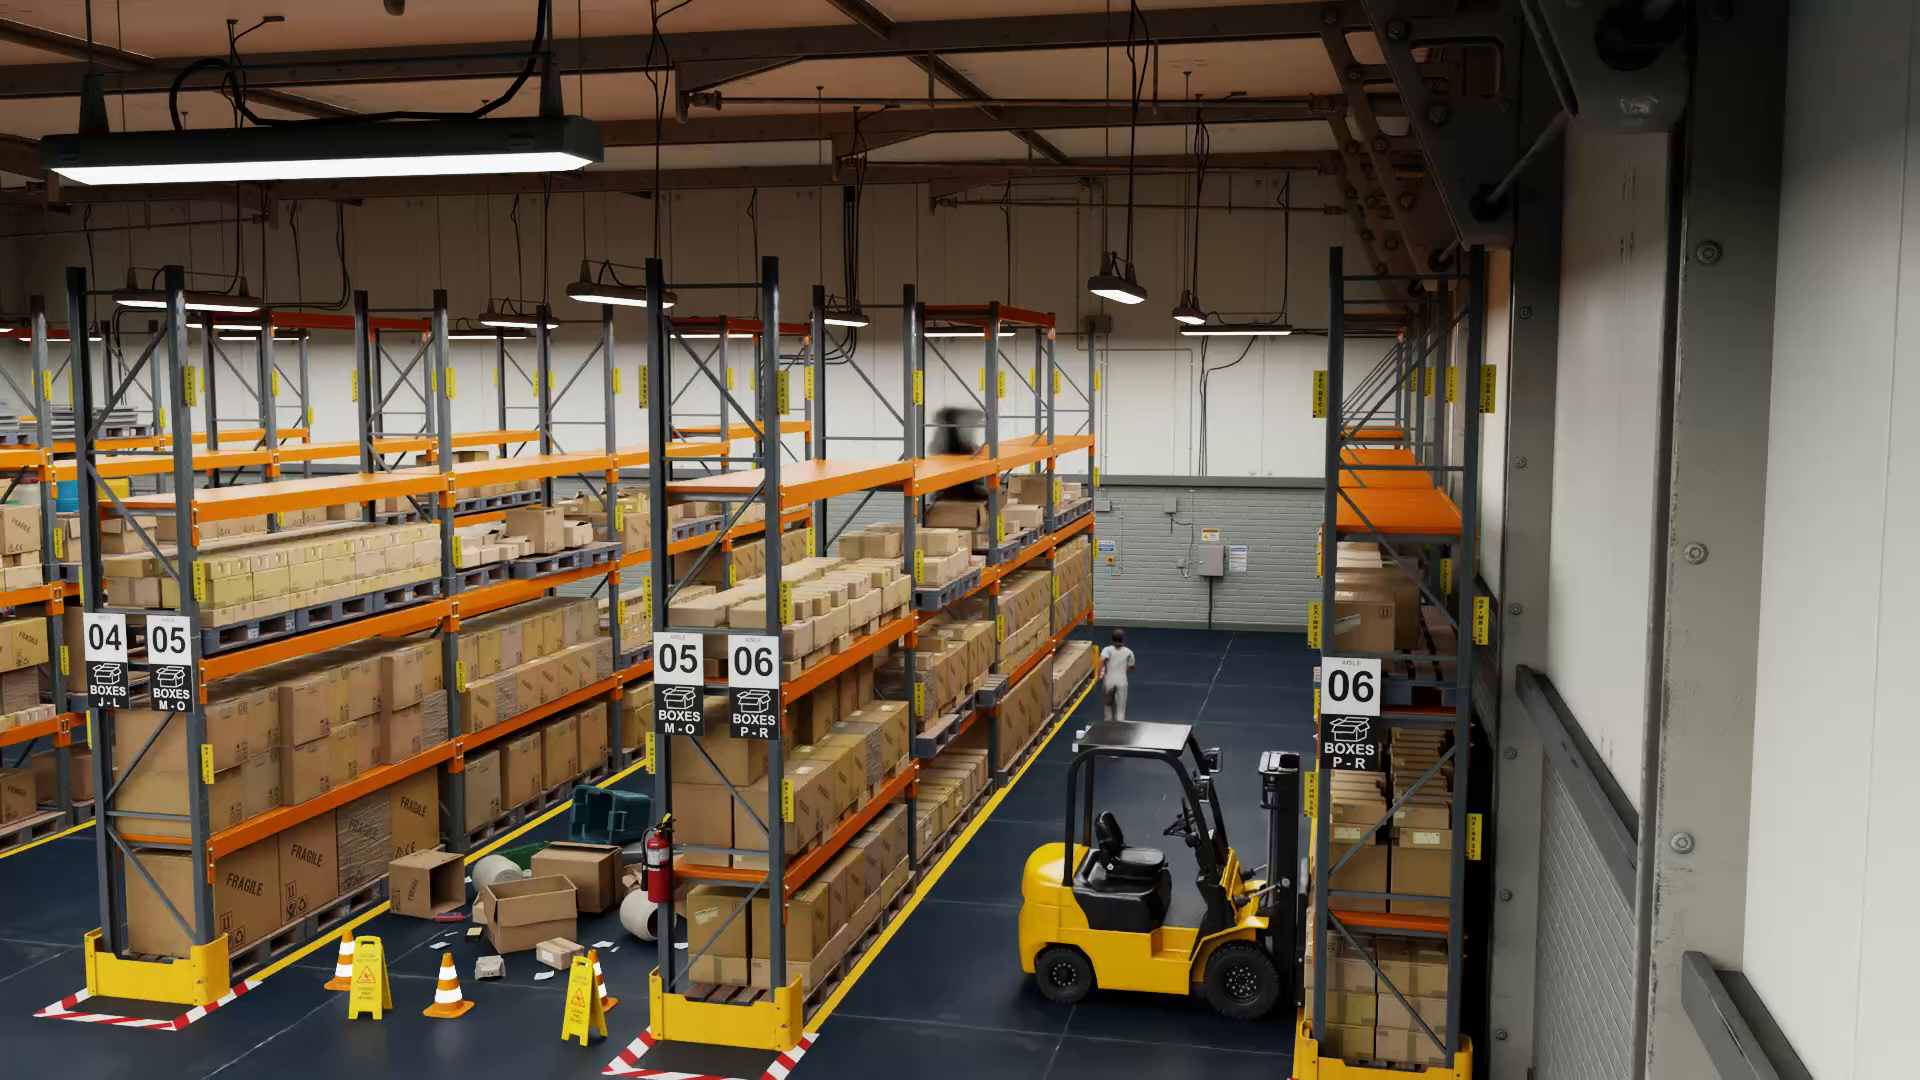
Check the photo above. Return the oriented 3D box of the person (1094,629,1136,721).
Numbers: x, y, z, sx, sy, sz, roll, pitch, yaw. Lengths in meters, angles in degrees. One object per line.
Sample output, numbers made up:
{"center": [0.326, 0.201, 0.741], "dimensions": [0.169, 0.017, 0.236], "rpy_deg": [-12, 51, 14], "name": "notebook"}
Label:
{"center": [2.126, 2.061, 22.821], "dimensions": [0.562, 1.623, 0.948], "rpy_deg": [1, 6, 6], "name": "person"}
